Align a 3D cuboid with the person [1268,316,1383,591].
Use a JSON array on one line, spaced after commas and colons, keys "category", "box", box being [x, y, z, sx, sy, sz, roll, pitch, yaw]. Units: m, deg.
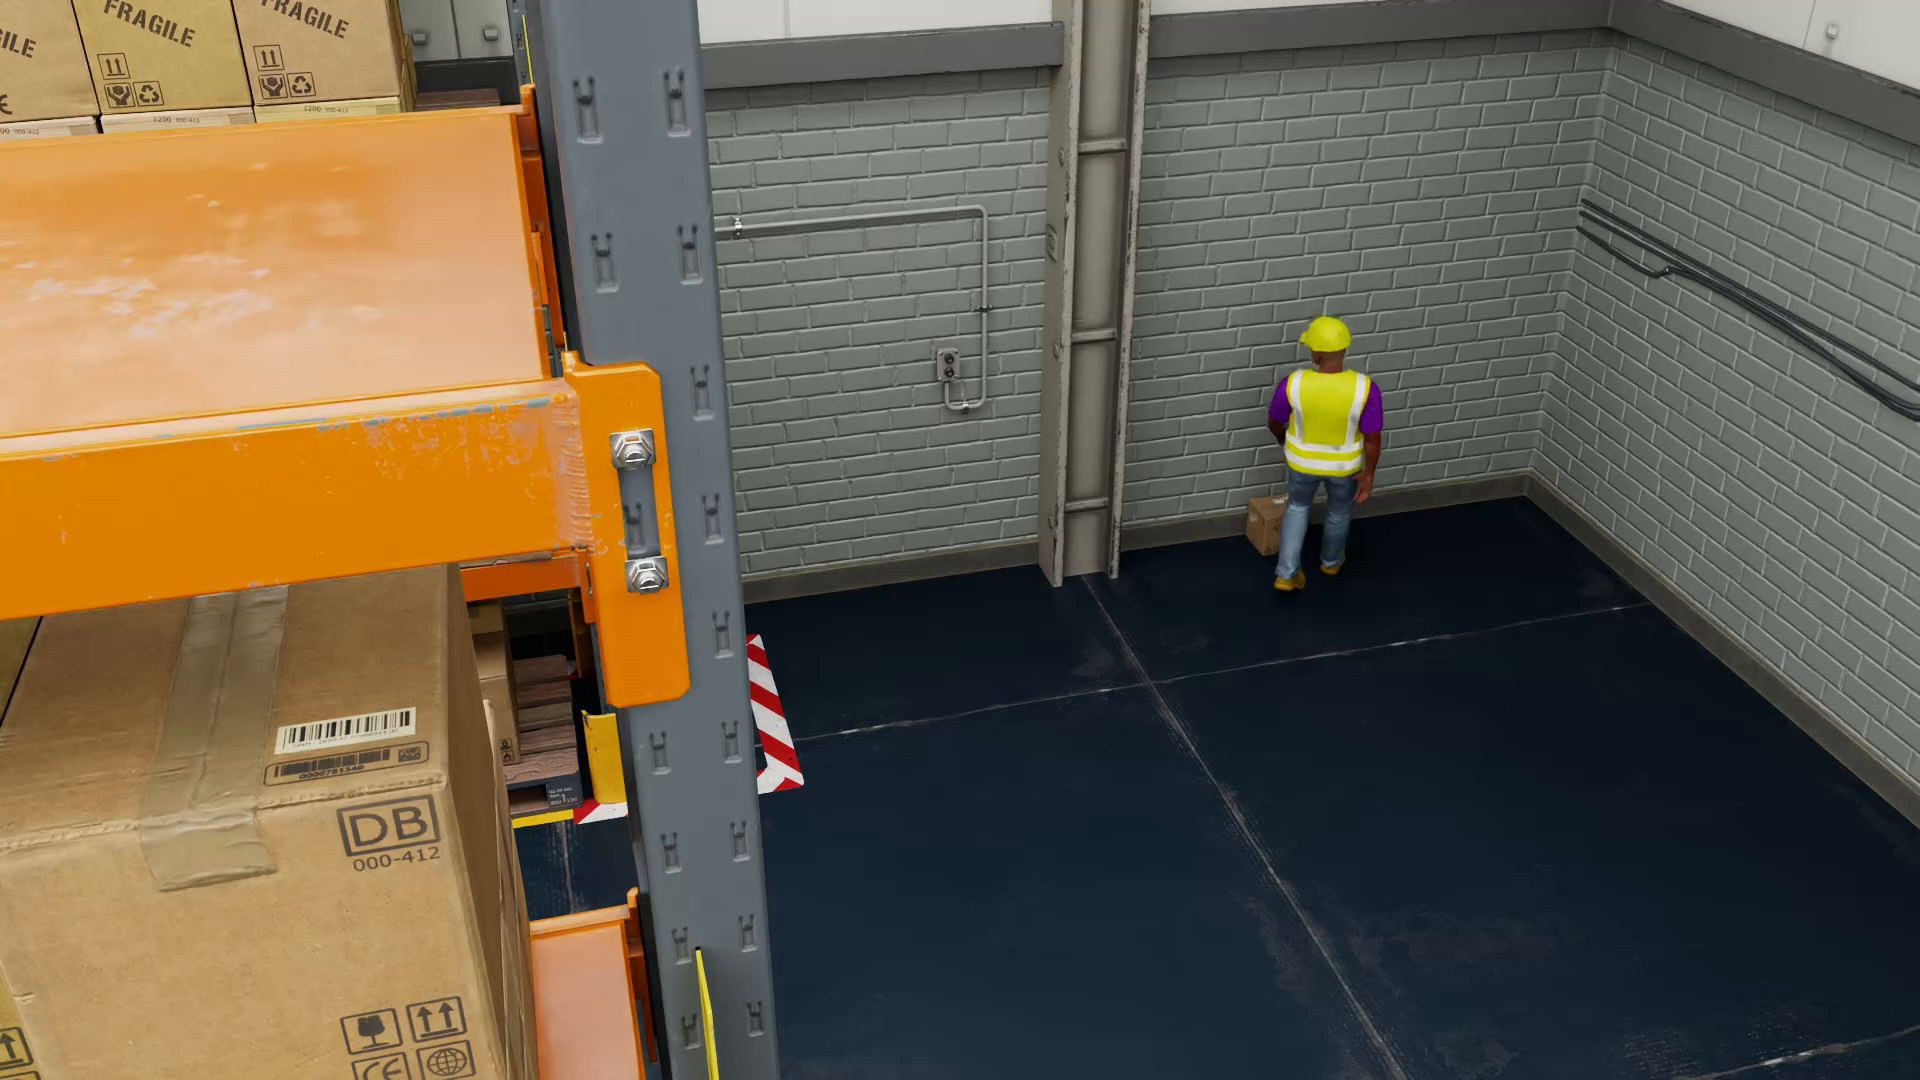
[{"category": "person", "box": [1.973, -0.505, 9.031, 0.598, 1.719, 0.785, 8, 31, 13]}]
